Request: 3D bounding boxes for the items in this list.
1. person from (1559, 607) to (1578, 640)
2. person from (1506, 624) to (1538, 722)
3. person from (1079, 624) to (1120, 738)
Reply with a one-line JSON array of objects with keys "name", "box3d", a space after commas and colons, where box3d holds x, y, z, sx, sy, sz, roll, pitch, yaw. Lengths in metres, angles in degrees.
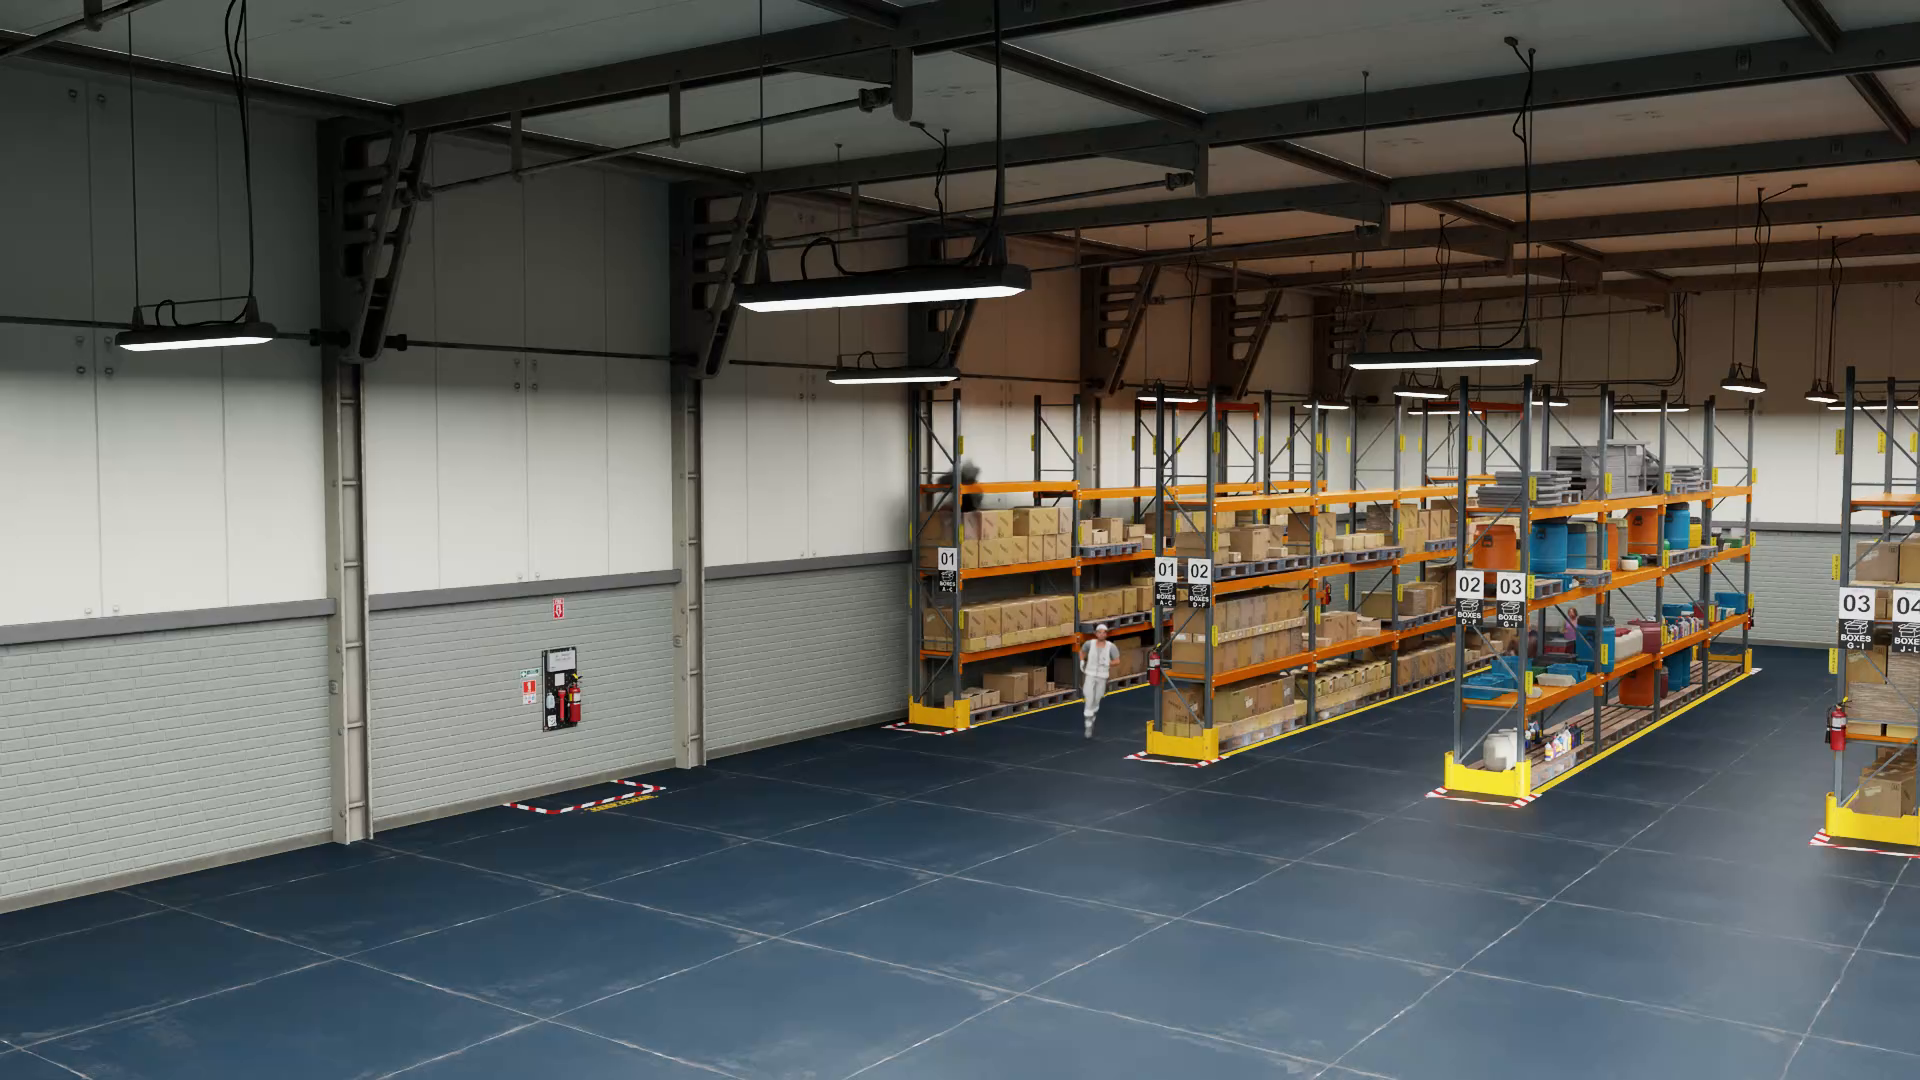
[{"name": "person", "box3d": [12.774, 2.215, 34.726, 0.518, 1.639, 0.687, 2, 4, 27]}, {"name": "person", "box3d": [10.270, 2.398, 30.253, 0.685, 1.804, 0.753, 2, 4, 36]}, {"name": "person", "box3d": [2.293, 2.284, 27.361, 0.682, 1.819, 0.868, 0, 3, 3]}]
